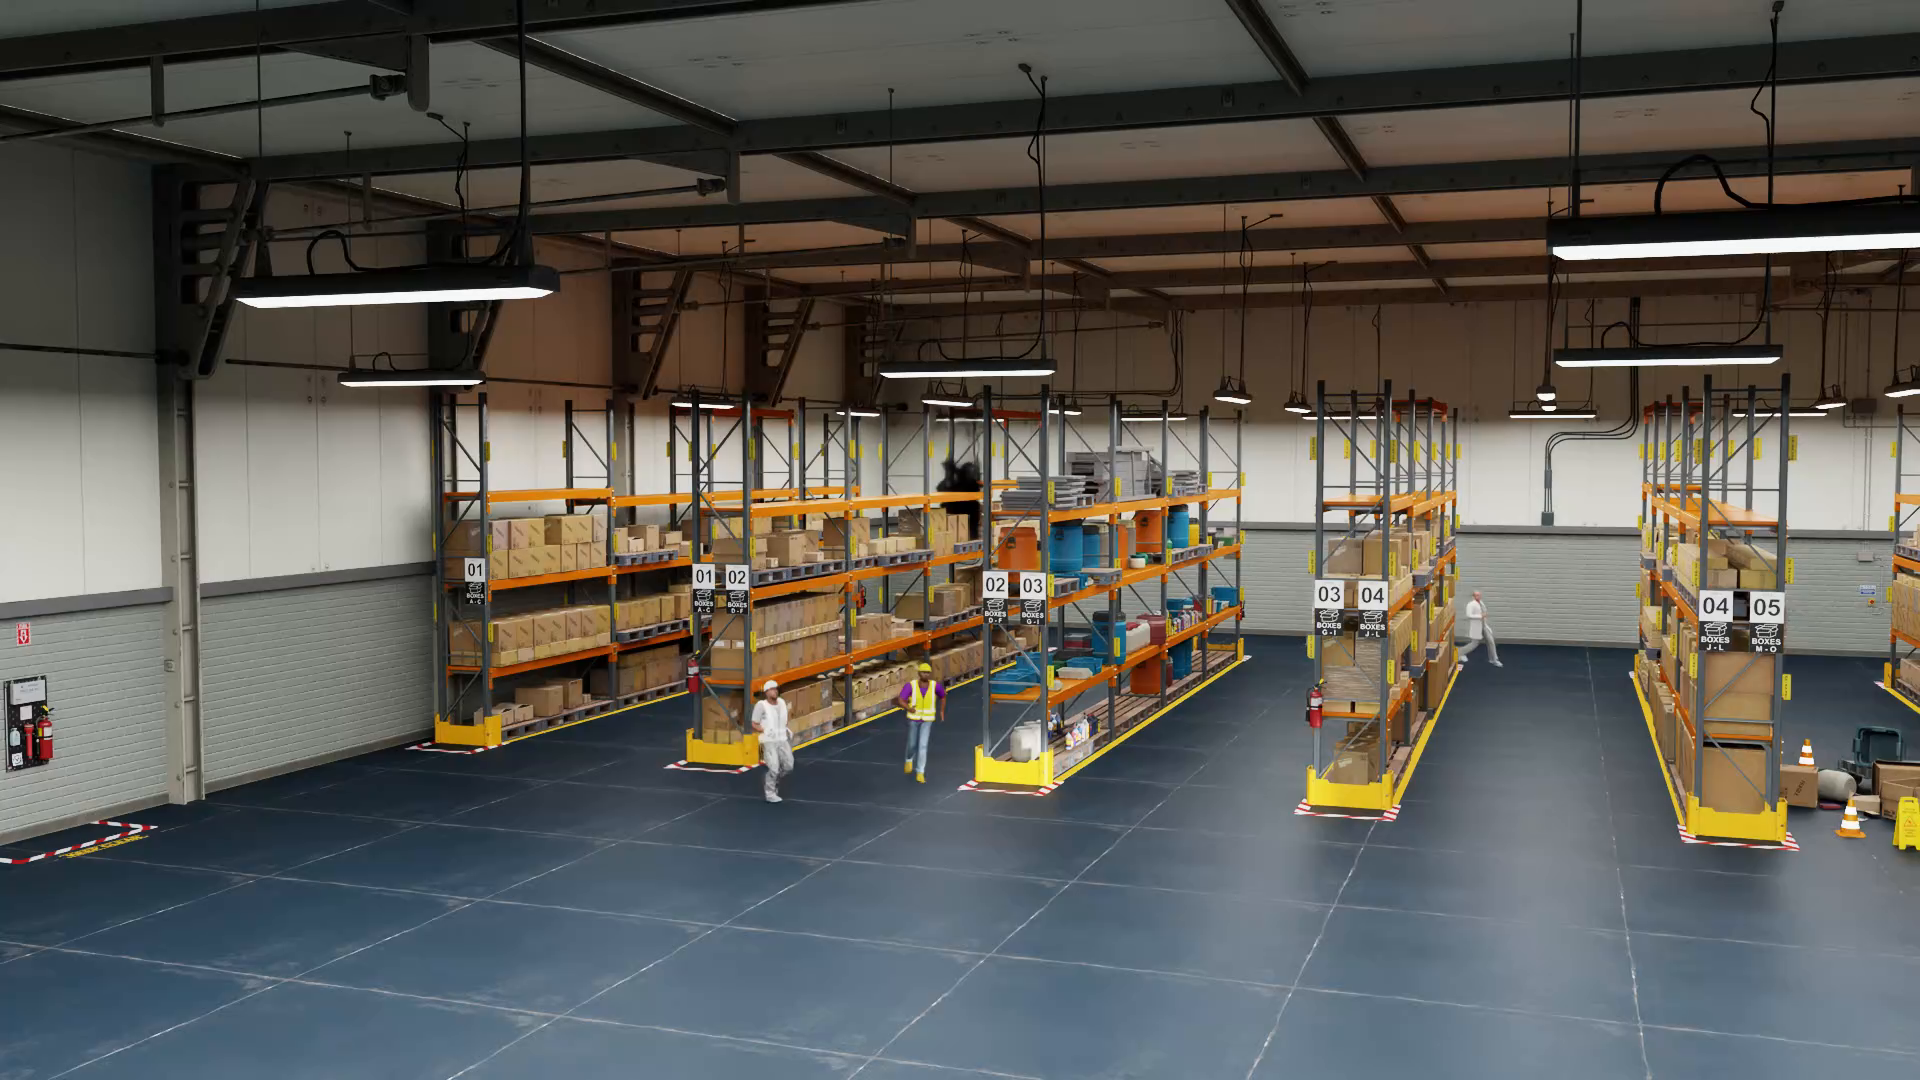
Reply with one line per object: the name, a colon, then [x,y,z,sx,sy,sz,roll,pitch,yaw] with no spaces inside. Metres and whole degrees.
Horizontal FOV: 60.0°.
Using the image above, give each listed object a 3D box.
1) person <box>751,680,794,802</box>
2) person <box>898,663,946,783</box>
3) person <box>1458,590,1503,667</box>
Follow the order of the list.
person: [-2.645,2.868,23.709,0.676,1.734,0.610,-3,4,-43]
person: [-0.575,2.769,25.480,0.755,1.784,0.848,0,3,-5]
person: [12.100,2.061,38.898,0.723,1.770,1.046,-2,4,-36]
